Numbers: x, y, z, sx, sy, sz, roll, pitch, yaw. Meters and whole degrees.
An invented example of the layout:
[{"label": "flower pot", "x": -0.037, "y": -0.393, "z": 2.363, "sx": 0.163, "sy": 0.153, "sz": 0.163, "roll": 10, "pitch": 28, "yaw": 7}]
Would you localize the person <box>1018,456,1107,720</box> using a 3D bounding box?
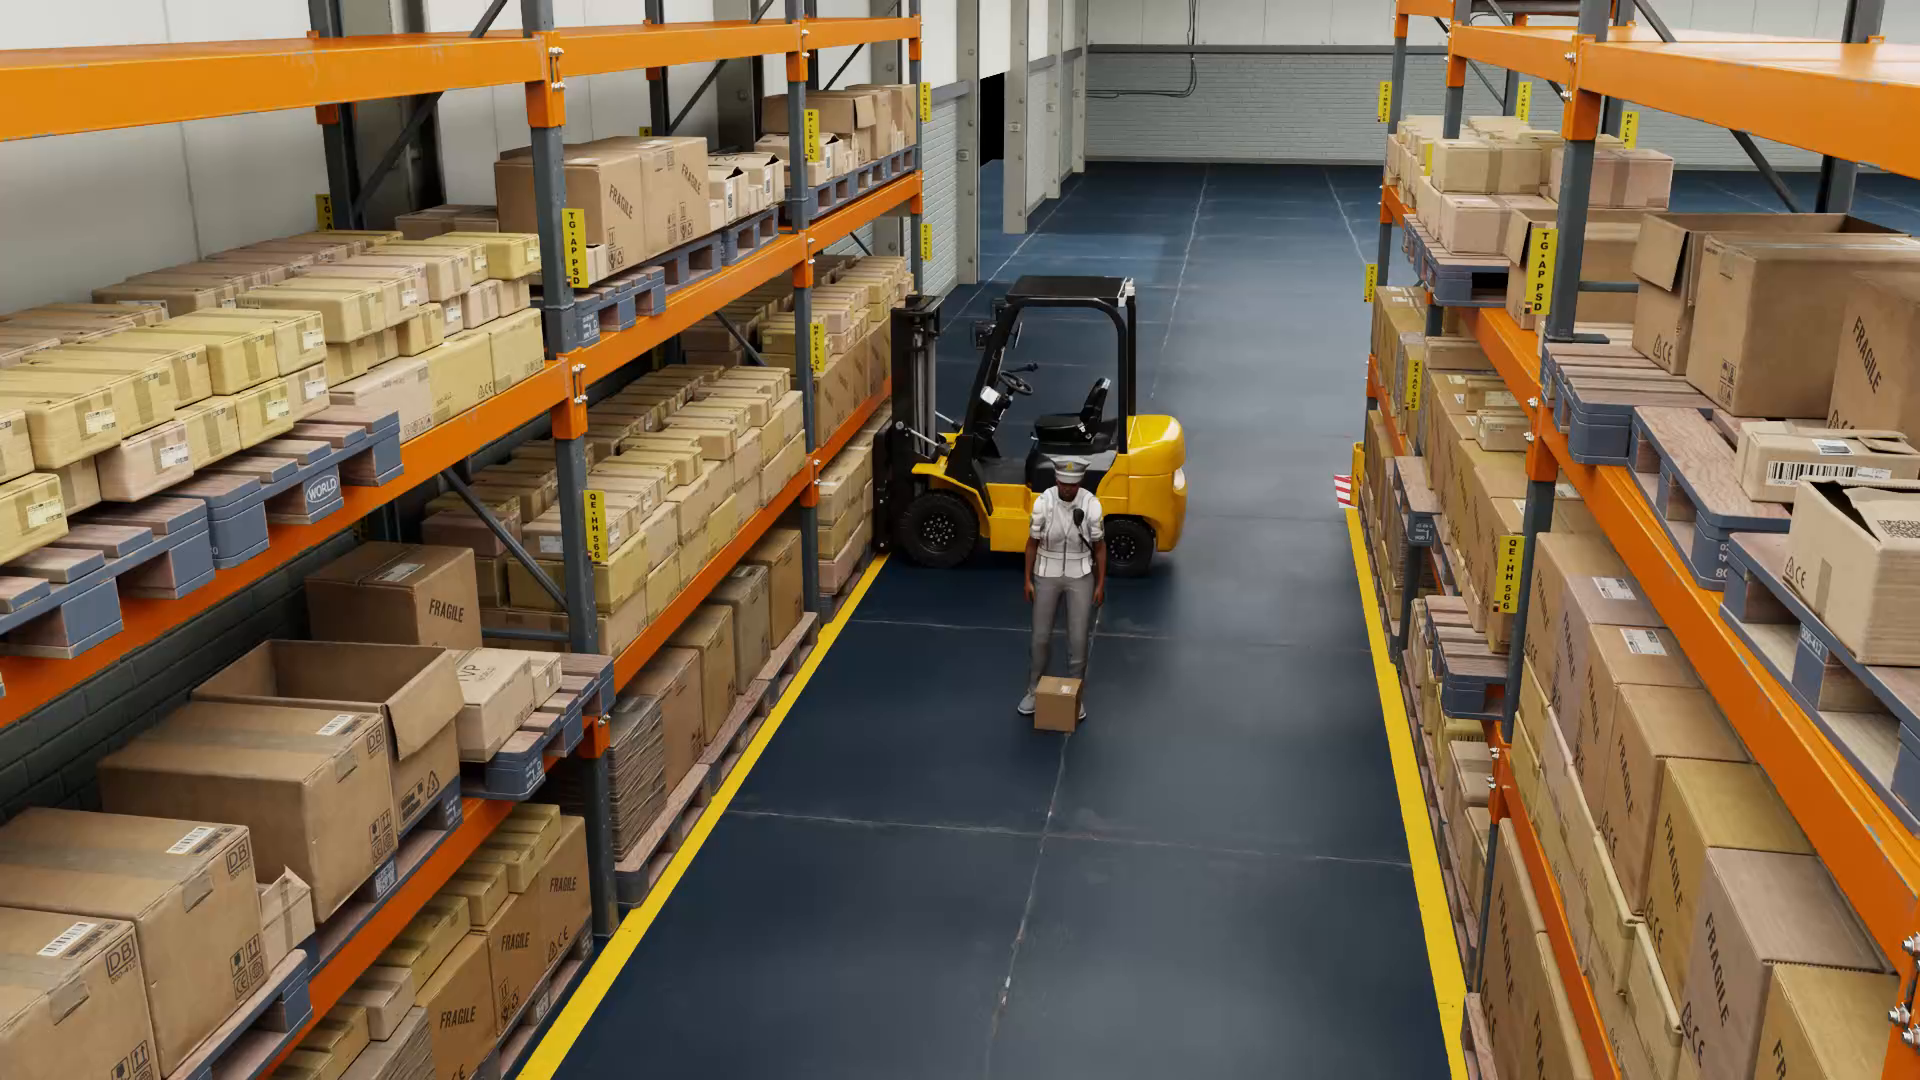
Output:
[{"label": "person", "x": 0.633, "y": 0.271, "z": 10.223, "sx": 0.522, "sy": 1.659, "sz": 0.418, "roll": 2, "pitch": 18, "yaw": 7}]
